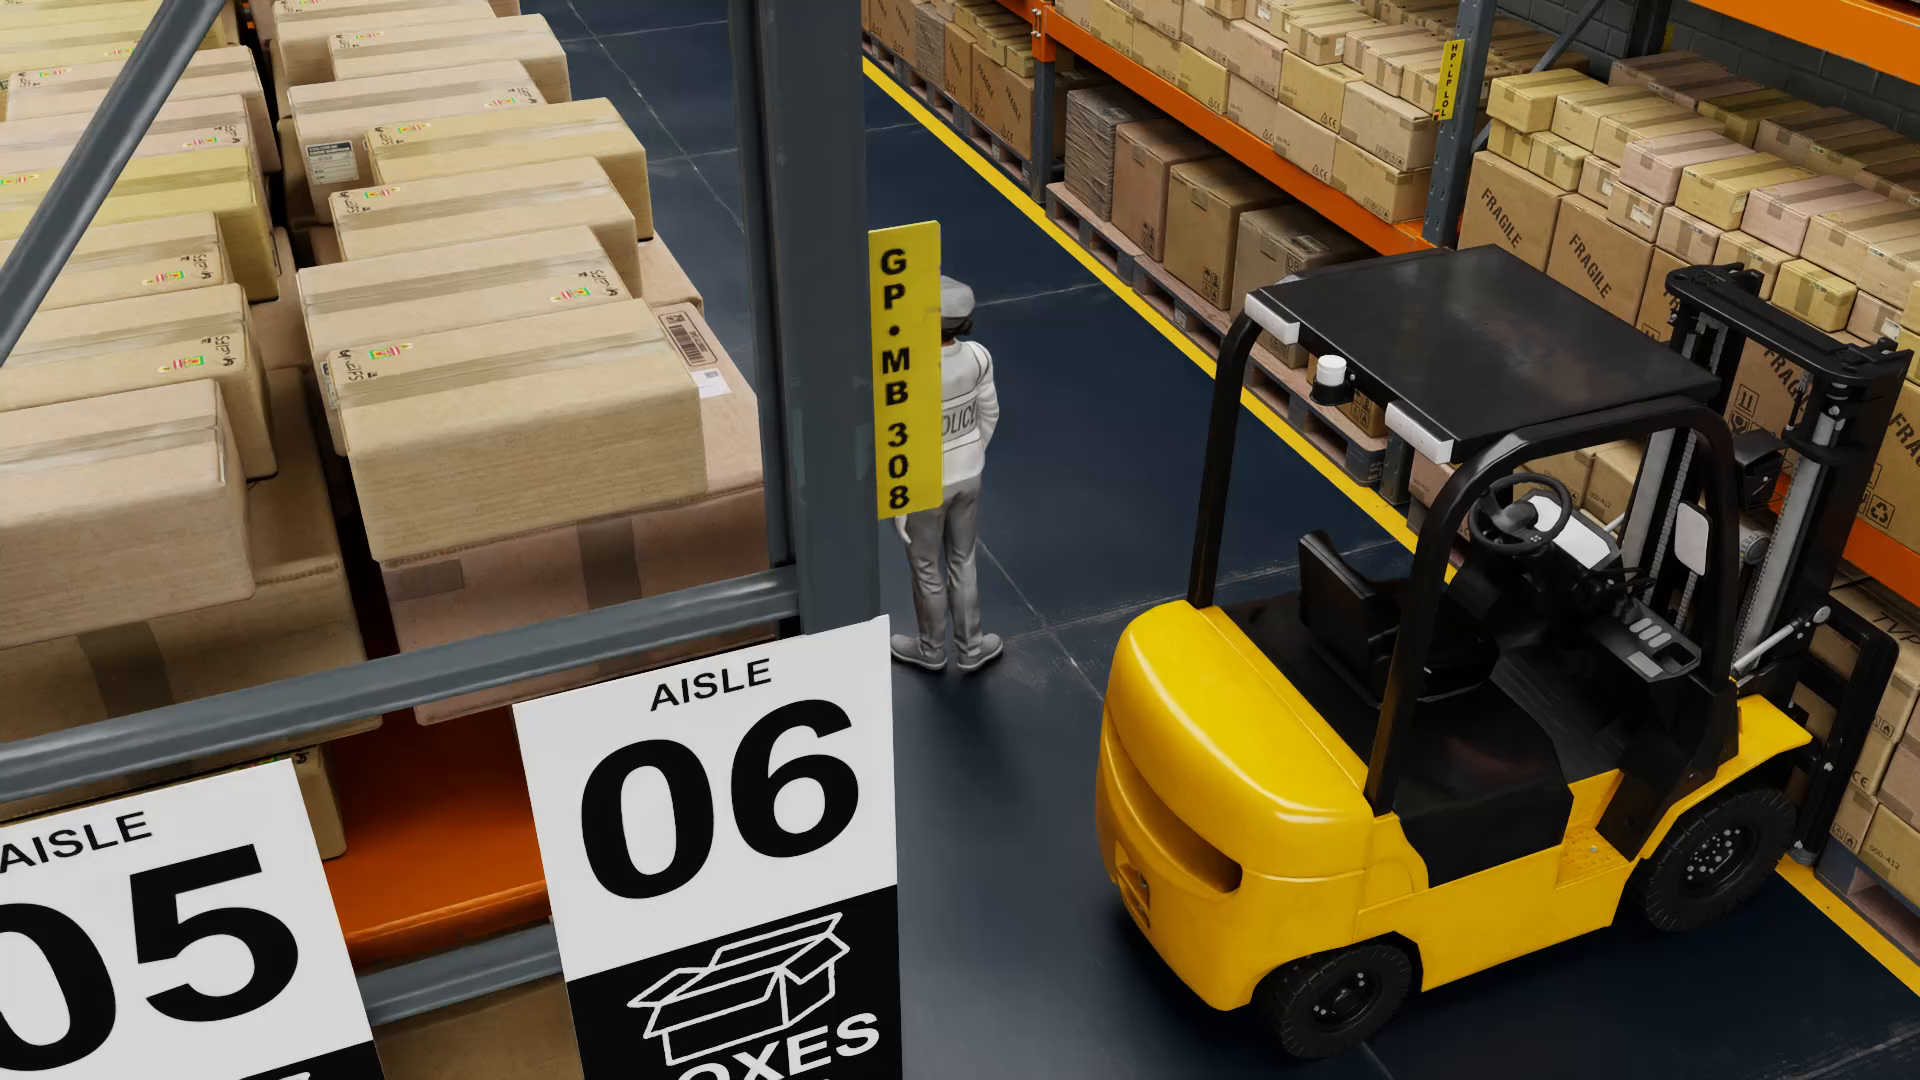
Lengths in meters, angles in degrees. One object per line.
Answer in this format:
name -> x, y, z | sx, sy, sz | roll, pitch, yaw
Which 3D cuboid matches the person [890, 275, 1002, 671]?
person -> -0.066, -0.218, 6.429 | 0.543, 1.680, 0.397 | -23, 40, -30
